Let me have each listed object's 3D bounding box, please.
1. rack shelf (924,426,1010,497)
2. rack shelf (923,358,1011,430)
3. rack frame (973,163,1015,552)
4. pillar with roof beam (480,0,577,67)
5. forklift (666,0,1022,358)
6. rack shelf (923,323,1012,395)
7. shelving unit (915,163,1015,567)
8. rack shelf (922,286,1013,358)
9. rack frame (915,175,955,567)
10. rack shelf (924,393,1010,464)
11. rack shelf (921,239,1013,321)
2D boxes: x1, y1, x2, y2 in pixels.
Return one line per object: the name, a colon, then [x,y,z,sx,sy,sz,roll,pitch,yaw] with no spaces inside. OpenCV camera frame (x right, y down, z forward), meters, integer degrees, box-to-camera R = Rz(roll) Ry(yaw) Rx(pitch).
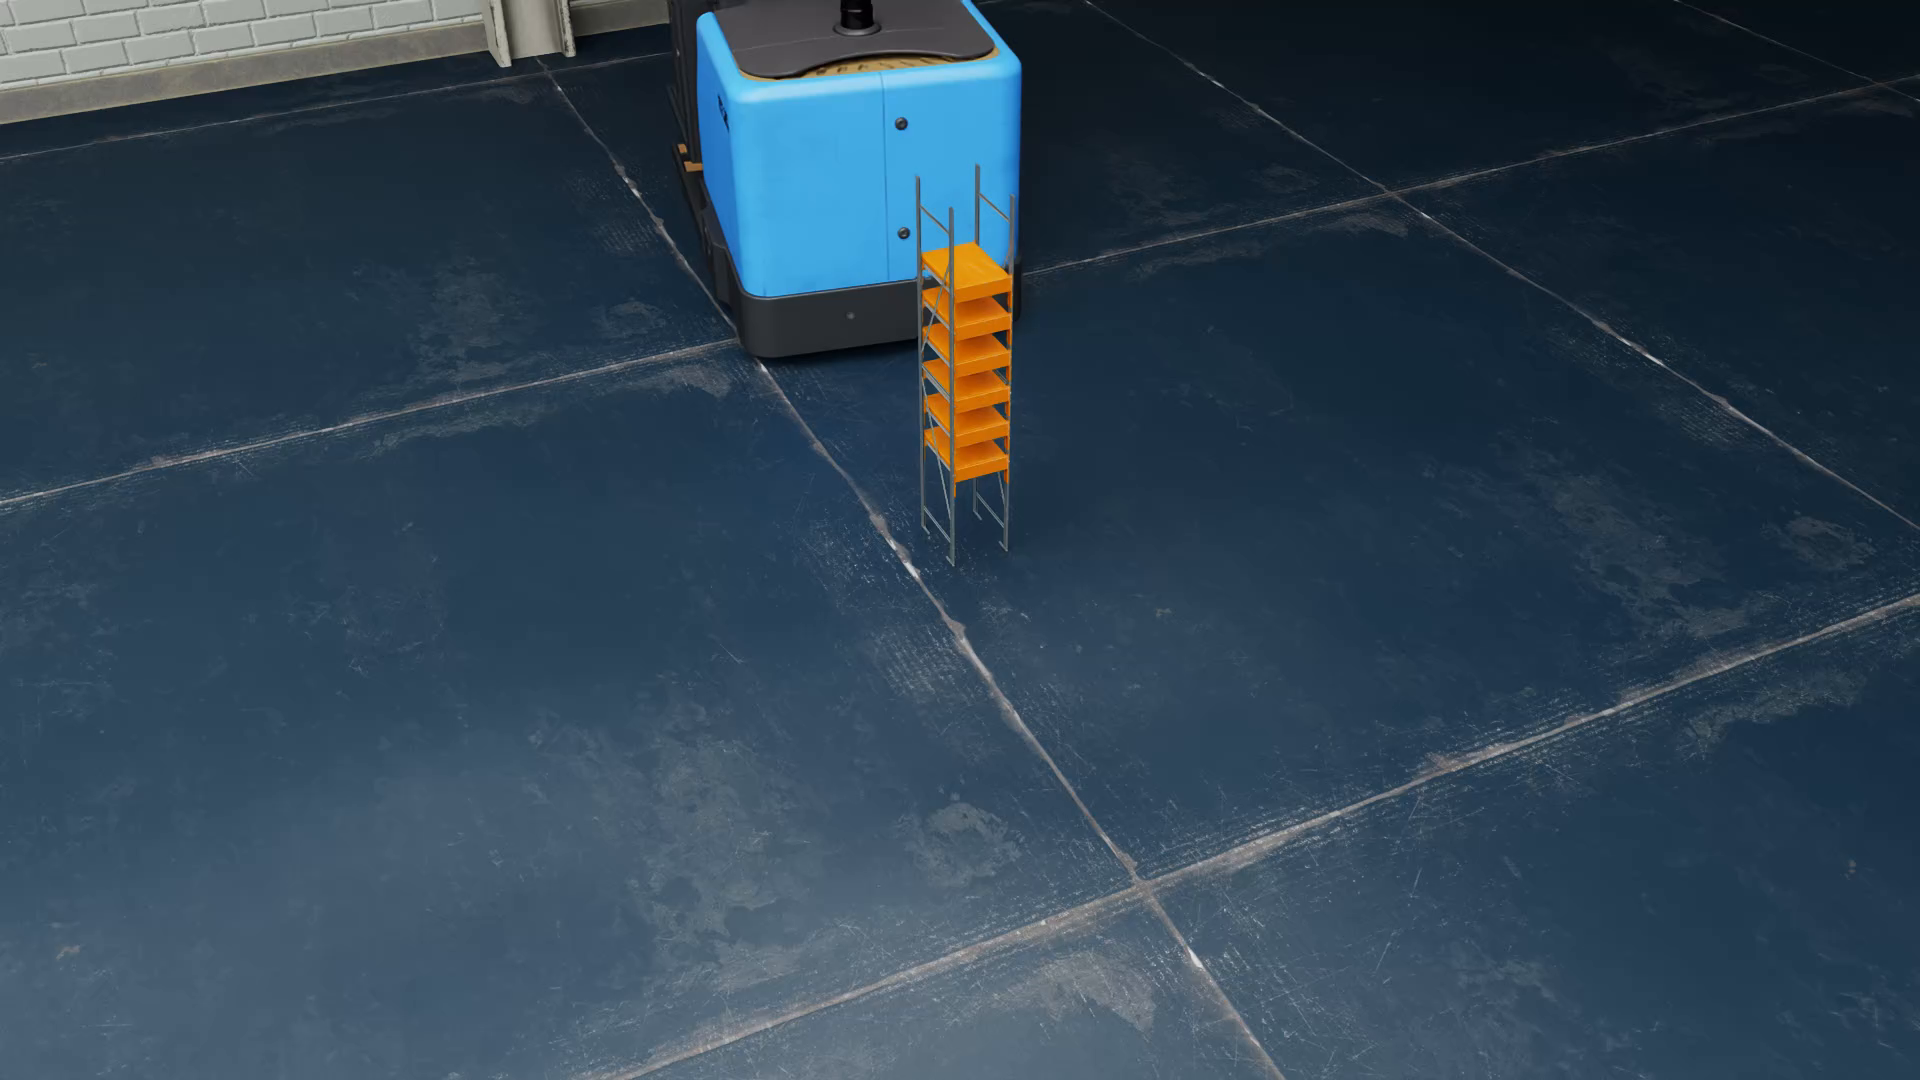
rack shelf: [0.013,-0.257,5.067,0.180,0.103,0.258,-16,39,-20]
rack shelf: [0.013,-0.450,4.924,0.180,0.103,0.258,-16,39,-20]
rack frame: [0.096,-0.509,4.929,0.006,1.200,0.240,-16,39,-20]
pillar with roof beam: [-0.407,-3.845,2.880,0.400,9.000,9.100,-16,39,-20]
forklift: [-0.654,-2.716,6.451,1.130,2.935,3.031,-9,38,-12]
rack shelf: [0.013,-0.546,4.852,0.180,0.103,0.258,-16,39,-20]
shelving unit: [0.013,-0.486,4.898,0.189,1.200,0.258,-16,39,-20]
rack shelf: [0.013,-0.643,4.781,0.180,0.103,0.258,-16,39,-20]
rack frame: [-0.070,-0.462,4.866,0.006,1.200,0.240,-16,39,-20]
rack shelf: [0.013,-0.354,4.995,0.180,0.103,0.258,-16,39,-20]
rack shelf: [0.013,-0.739,4.710,0.180,0.103,0.258,-16,39,-20]
